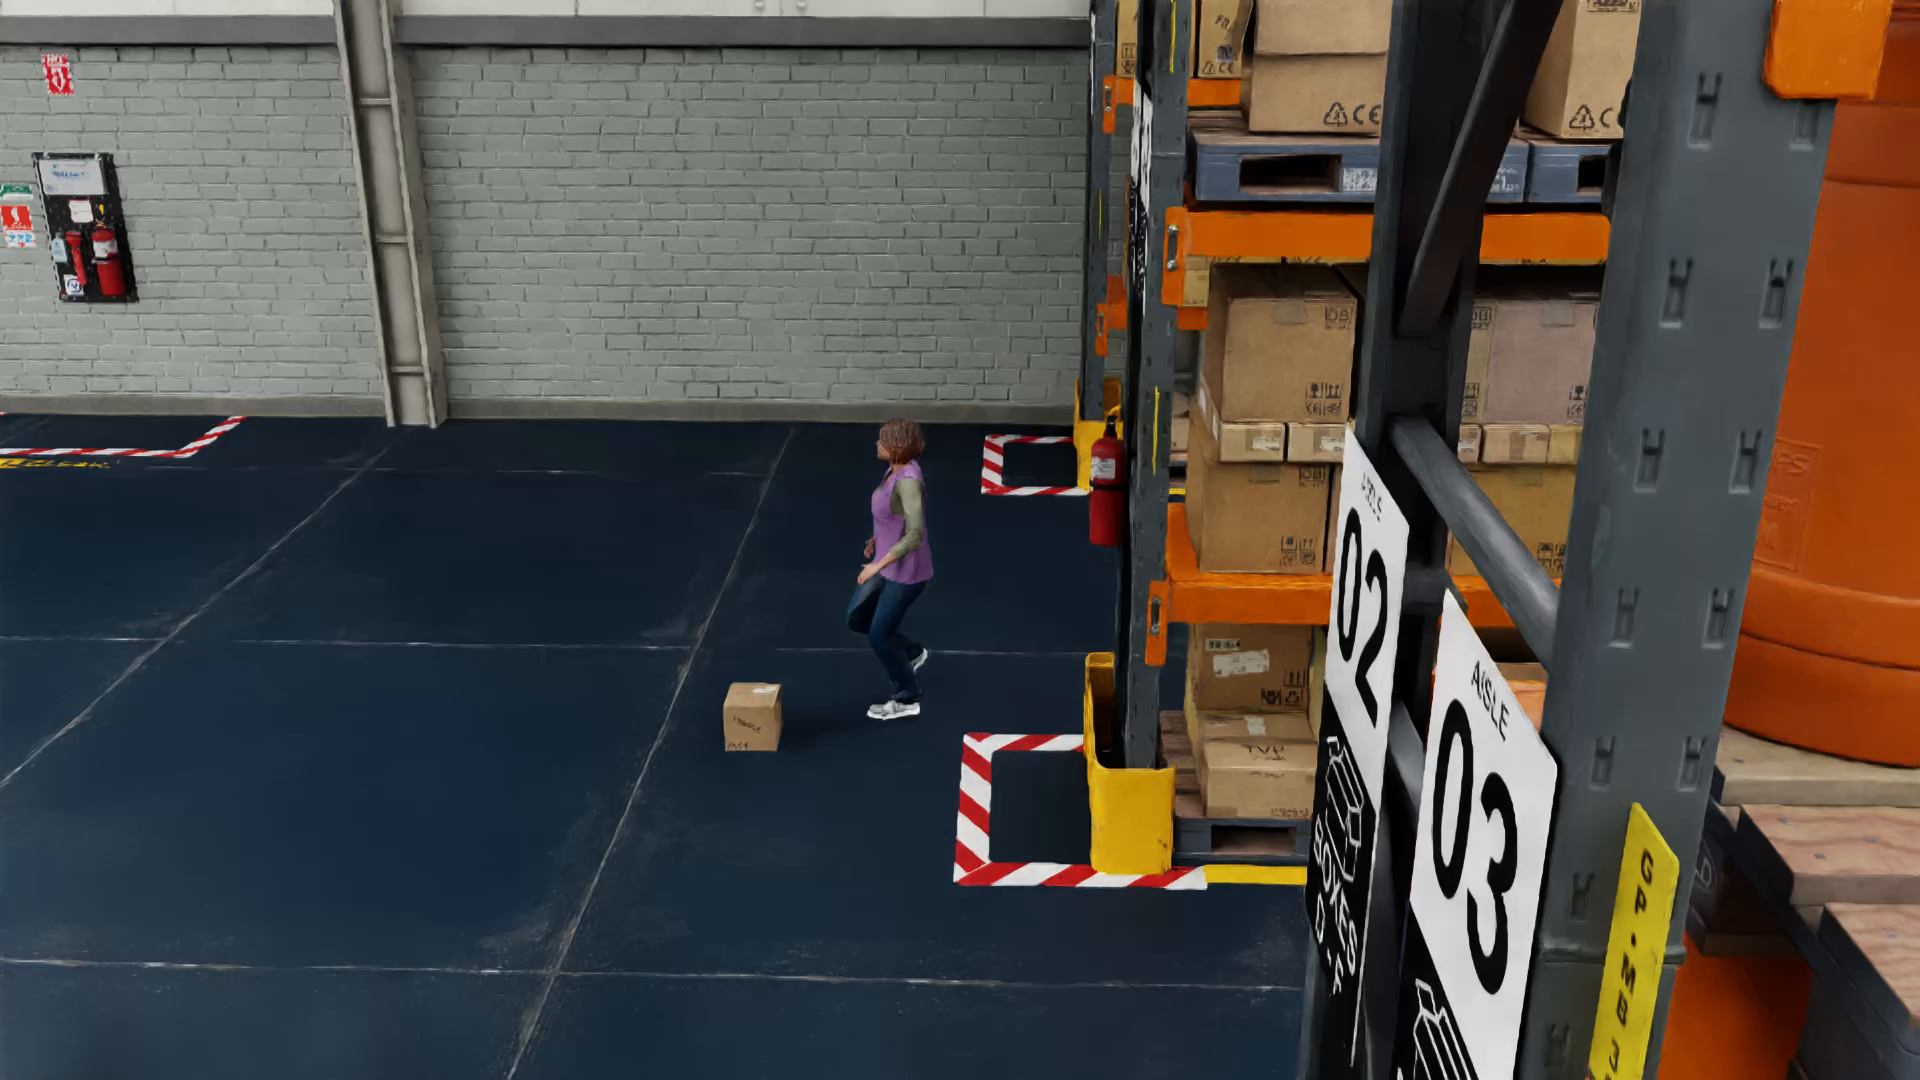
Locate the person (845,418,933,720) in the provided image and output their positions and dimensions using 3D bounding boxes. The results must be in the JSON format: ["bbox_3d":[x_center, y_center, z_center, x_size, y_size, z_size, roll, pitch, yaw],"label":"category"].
[{"bbox_3d":[-0.335,0.173,8.226,0.439,1.542,0.585,-5,22,-14],"label":"person"}]
